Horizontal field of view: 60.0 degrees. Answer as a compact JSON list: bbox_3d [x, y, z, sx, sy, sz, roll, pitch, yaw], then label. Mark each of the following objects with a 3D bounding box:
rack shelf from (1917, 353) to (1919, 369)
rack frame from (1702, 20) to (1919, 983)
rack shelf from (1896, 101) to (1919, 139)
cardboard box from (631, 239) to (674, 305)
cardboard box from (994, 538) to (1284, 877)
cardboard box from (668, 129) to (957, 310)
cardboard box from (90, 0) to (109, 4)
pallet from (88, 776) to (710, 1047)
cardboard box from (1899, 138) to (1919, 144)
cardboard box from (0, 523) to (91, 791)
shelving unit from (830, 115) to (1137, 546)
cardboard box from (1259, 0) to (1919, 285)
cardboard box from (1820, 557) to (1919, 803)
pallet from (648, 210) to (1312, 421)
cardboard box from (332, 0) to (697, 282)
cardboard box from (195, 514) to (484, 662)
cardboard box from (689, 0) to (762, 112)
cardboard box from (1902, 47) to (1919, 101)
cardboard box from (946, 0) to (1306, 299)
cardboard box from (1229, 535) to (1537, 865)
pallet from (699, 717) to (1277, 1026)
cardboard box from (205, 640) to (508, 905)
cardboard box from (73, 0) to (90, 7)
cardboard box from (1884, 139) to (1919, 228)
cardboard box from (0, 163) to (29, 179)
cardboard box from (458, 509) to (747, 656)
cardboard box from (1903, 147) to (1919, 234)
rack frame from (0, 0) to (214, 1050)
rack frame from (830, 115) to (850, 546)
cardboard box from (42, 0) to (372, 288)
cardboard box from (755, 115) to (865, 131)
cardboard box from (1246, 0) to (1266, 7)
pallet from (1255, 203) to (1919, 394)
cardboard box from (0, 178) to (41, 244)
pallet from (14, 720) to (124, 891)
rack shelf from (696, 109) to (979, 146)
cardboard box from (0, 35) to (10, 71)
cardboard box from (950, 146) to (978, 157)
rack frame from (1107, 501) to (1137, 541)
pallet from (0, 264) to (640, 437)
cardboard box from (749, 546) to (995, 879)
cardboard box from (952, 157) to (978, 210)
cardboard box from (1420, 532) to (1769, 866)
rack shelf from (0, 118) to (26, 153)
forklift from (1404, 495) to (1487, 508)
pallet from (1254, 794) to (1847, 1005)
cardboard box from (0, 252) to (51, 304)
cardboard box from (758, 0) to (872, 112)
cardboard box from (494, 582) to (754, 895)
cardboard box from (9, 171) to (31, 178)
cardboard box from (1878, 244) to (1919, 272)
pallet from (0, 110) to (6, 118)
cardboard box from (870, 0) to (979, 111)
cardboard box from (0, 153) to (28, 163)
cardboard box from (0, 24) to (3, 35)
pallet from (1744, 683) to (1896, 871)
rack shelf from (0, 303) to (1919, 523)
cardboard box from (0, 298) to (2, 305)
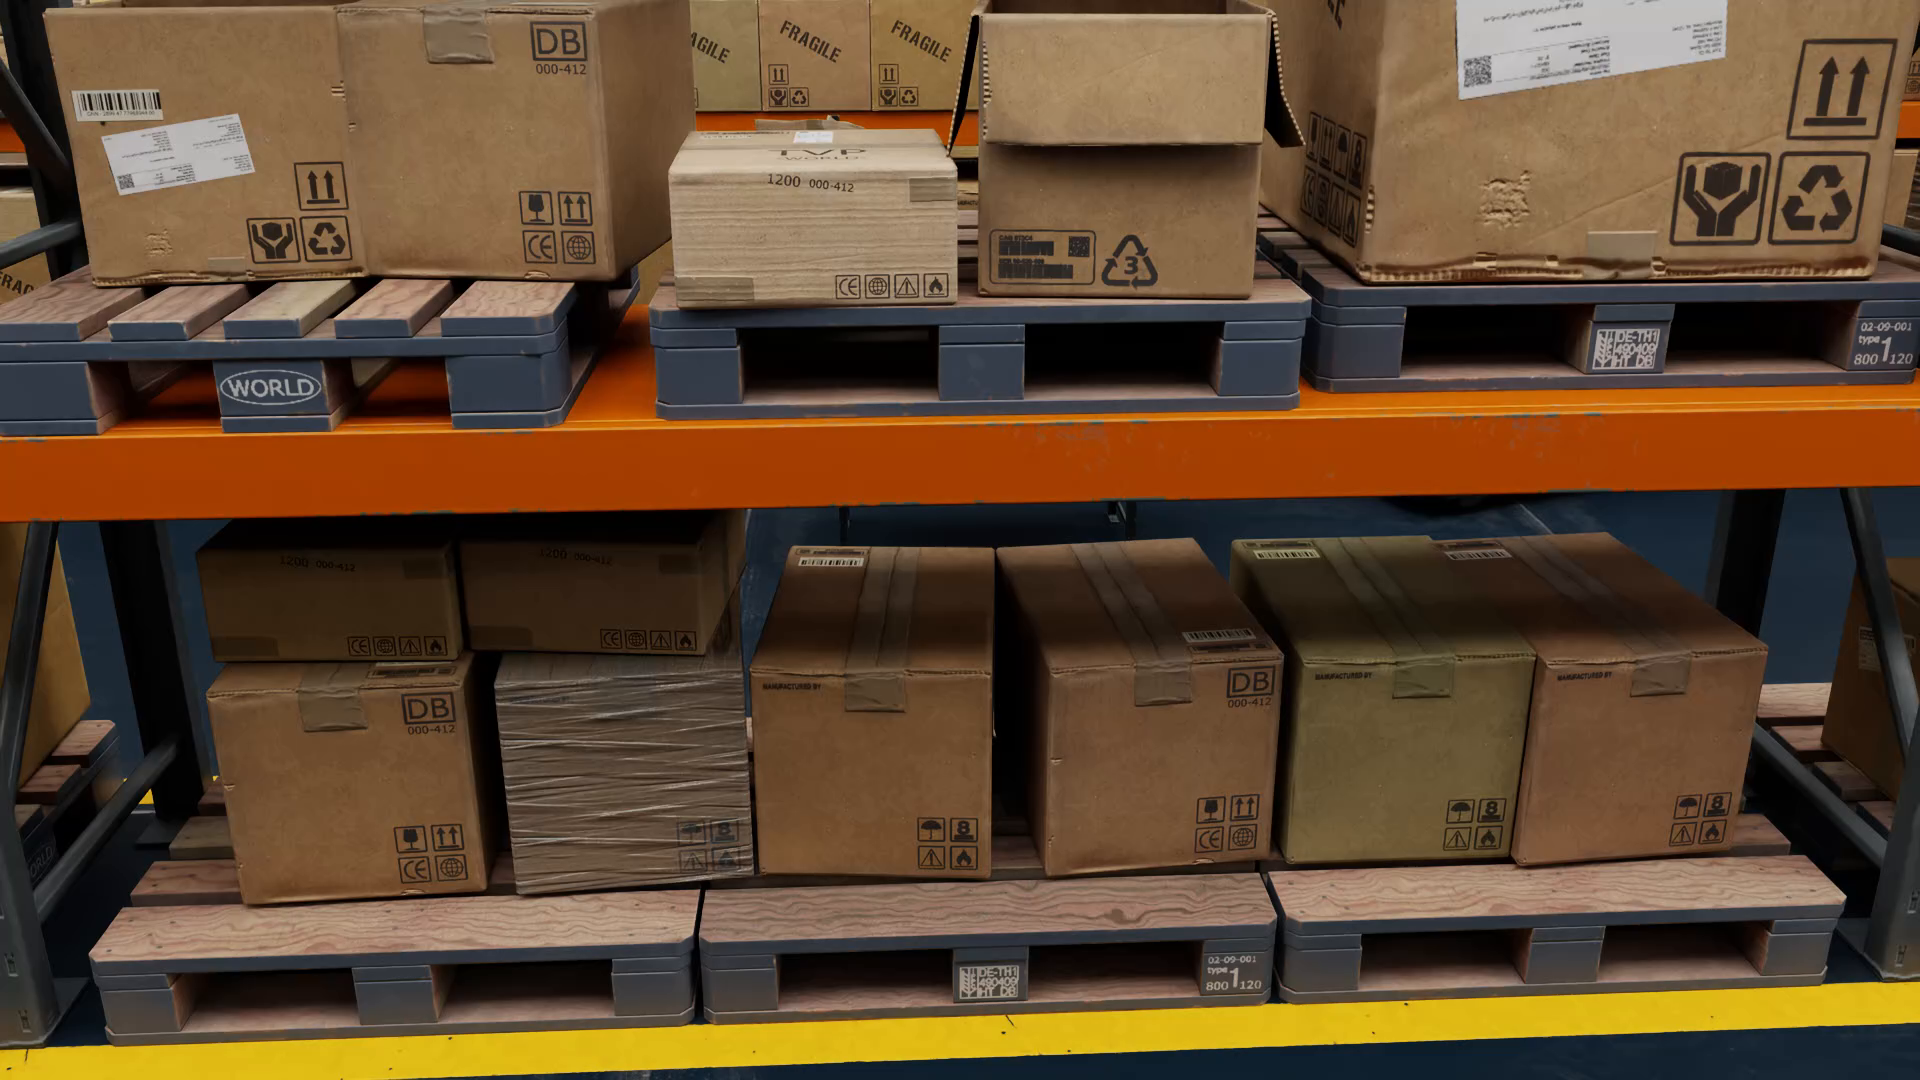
[{"bbox_3d":[4.029,-0.326,3.771,4.000,0.370,1.077,-1,21,-3],"label":"rack shelf"},{"bbox_3d":[2.033,-0.621,3.537,0.127,3.000,1.000,-1,21,-3],"label":"rack frame"},{"bbox_3d":[3.847,-2.090,8.405,4.000,0.370,1.077,-1,21,-3],"label":"rack shelf"},{"bbox_3d":[-1.530,-1.429,8.231,0.750,0.750,1.050,-1,21,-4],"label":"cardboard box"},{"bbox_3d":[0.383,0.361,3.852,0.500,0.500,0.700,-3,21,-8],"label":"cardboard box"},{"bbox_3d":[-0.274,-0.618,3.150,0.500,0.250,0.500,-2,21,-5],"label":"cardboard box"},{"bbox_3d":[-3.638,-2.329,7.366,0.250,0.149,0.380,-1,21,-3],"label":"cardboard box"},{"bbox_3d":[-1.181,0.748,3.860,1.213,0.211,1.003,-1,21,-3],"label":"pallet"},{"bbox_3d":[5.171,-1.632,8.589,0.875,0.875,0.875,-1,21,-3],"label":"cardboard box"},{"bbox_3d":[-2.651,0.263,3.609,0.875,0.875,1.225,-2,21,-6],"label":"cardboard box"},{"bbox_3d":[0.085,-0.703,5.859,1.048,1.500,0.538,-1,21,-3],"label":"shelving unit"},{"bbox_3d":[1.231,-1.131,3.444,1.000,1.000,1.000,-1,21,-3],"label":"cardboard box"},{"bbox_3d":[2.434,0.357,3.891,0.500,0.500,0.500,-2,21,-5],"label":"cardboard box"},{"bbox_3d":[0.013,-0.505,3.501,1.213,0.211,1.003,-1,21,-3],"label":"pallet"},{"bbox_3d":[-0.872,-0.855,3.420,0.500,0.500,0.700,2,21,5],"label":"cardboard box"},{"bbox_3d":[-1.294,0.048,3.620,0.500,0.250,0.500,0,21,-1],"label":"cardboard box"},{"bbox_3d":[-1.172,-2.275,7.741,0.500,0.500,0.500,-1,21,-4],"label":"cardboard box"},{"bbox_3d":[4.362,-2.527,8.332,0.550,0.550,0.875,-1,21,-3],"label":"cardboard box"},{"bbox_3d":[0.307,-0.798,3.265,0.637,0.503,0.797,1,21,2],"label":"cardboard box"},{"bbox_3d":[0.941,0.349,3.883,0.500,0.500,0.700,-1,21,-3],"label":"cardboard box"},{"bbox_3d":[0.035,0.724,3.922,1.213,0.211,1.003,-1,21,-3],"label":"pallet"},{"bbox_3d":[-1.293,0.402,3.744,0.500,0.500,0.700,-2,21,-6],"label":"cardboard box"},{"bbox_3d":[-3.898,-2.323,7.352,0.250,0.149,0.380,-1,21,-2],"label":"cardboard box"},{"bbox_3d":[4.292,-1.614,8.540,0.875,0.875,0.875,-1,21,-4],"label":"cardboard box"},{"bbox_3d":[-4.893,-1.712,8.270,0.500,0.250,0.500,0,21,0],"label":"cardboard box"},{"bbox_3d":[-0.765,0.034,3.658,0.500,0.250,0.500,1,21,3],"label":"cardboard box"},{"bbox_3d":[2.485,-0.794,3.432,0.500,0.500,0.875,-1,21,-3],"label":"cardboard box"},{"bbox_3d":[-1.961,-0.540,3.323,0.127,3.000,1.000,-1,21,-3],"label":"rack frame"},{"bbox_3d":[-0.422,-0.692,5.832,0.032,1.500,0.500,-1,21,-3],"label":"rack frame"},{"bbox_3d":[-1.424,-0.808,3.297,0.500,0.500,0.500,-4,21,-10],"label":"cardboard box"},{"bbox_3d":[-0.311,-0.803,3.613,0.258,0.266,0.396,-2,21,-5],"label":"cardboard box"},{"bbox_3d":[1.345,-2.326,7.875,0.500,0.500,0.500,-1,21,-3],"label":"cardboard box"},{"bbox_3d":[1.261,-0.568,3.666,1.213,0.211,1.003,-1,21,-3],"label":"pallet"},{"bbox_3d":[-4.343,-1.543,7.826,0.500,0.250,0.500,0,21,-1],"label":"cardboard box"},{"bbox_3d":[-2.752,0.753,3.848,1.213,0.211,1.003,-1,21,-3],"label":"pallet"},{"bbox_3d":[-0.146,-2.008,8.191,4.000,0.370,1.077,-1,21,-3],"label":"rack shelf"},{"bbox_3d":[-4.162,-2.179,7.390,0.250,0.149,0.380,-2,21,-6],"label":"cardboard box"},{"bbox_3d":[0.226,-3.082,13.104,0.625,0.372,0.950,0,21,0],"label":"cardboard box"},{"bbox_3d":[0.593,-0.713,5.886,0.032,1.500,0.500,-1,21,-3],"label":"rack frame"},{"bbox_3d":[-1.255,-0.503,3.495,1.003,0.211,1.213,-1,21,-3],"label":"pallet"},{"bbox_3d":[-0.174,0.372,3.822,0.500,0.500,0.700,1,21,1],"label":"cardboard box"},{"bbox_3d":[0.273,-1.467,8.331,0.750,0.750,1.050,-1,21,-3],"label":"cardboard box"},{"bbox_3d":[1.418,0.346,3.891,0.500,0.500,0.700,-3,21,-7],"label":"cardboard box"},{"bbox_3d":[-4.140,-1.927,7.978,4.000,0.370,1.077,-1,21,-3],"label":"rack shelf"},{"bbox_3d":[2.882,-1.834,6.819,3.031,2.935,1.130,-10,23,-24],"label":"forklift"},{"bbox_3d":[1.255,0.698,3.990,1.213,0.211,1.003,-1,21,-3],"label":"pallet"},{"bbox_3d":[-4.333,-1.198,7.975,0.500,0.500,0.500,-1,21,-2],"label":"cardboard box"},{"bbox_3d":[-0.668,-2.285,7.767,0.500,0.500,0.500,-1,21,-3],"label":"cardboard box"},{"bbox_3d":[-0.740,0.386,3.786,0.500,0.500,0.700,-3,21,-8],"label":"cardboard box"},{"bbox_3d":[-4.367,-1.728,8.312,0.500,0.250,0.500,-2,21,-5],"label":"cardboard box"},{"bbox_3d":[2.231,-0.613,3.867,0.250,0.149,0.380,-1,21,-3],"label":"cardboard box"},{"bbox_3d":[-4.117,-2.159,7.847,1.213,0.211,1.003,-1,21,-3],"label":"pallet"},{"bbox_3d":[-0.171,-2.295,7.792,0.500,0.500,0.500,-1,21,-4],"label":"cardboard box"},{"bbox_3d":[-7.153,-3.003,12.804,0.875,0.438,0.875,-1,21,-4],"label":"cardboard box"},{"bbox_3d":[-4.156,-2.318,7.337,0.250,0.149,0.380,-2,21,-4],"label":"cardboard box"},{"bbox_3d":[2.701,0.656,4.102,1.213,0.211,1.003,-1,21,-3],"label":"pallet"},{"bbox_3d":[0.036,-0.244,3.558,4.000,0.370,1.077,-1,21,-3],"label":"rack shelf"},{"bbox_3d":[-2.462,-0.673,3.533,0.500,0.500,0.500,-1,21,-1],"label":"cardboard box"}]
